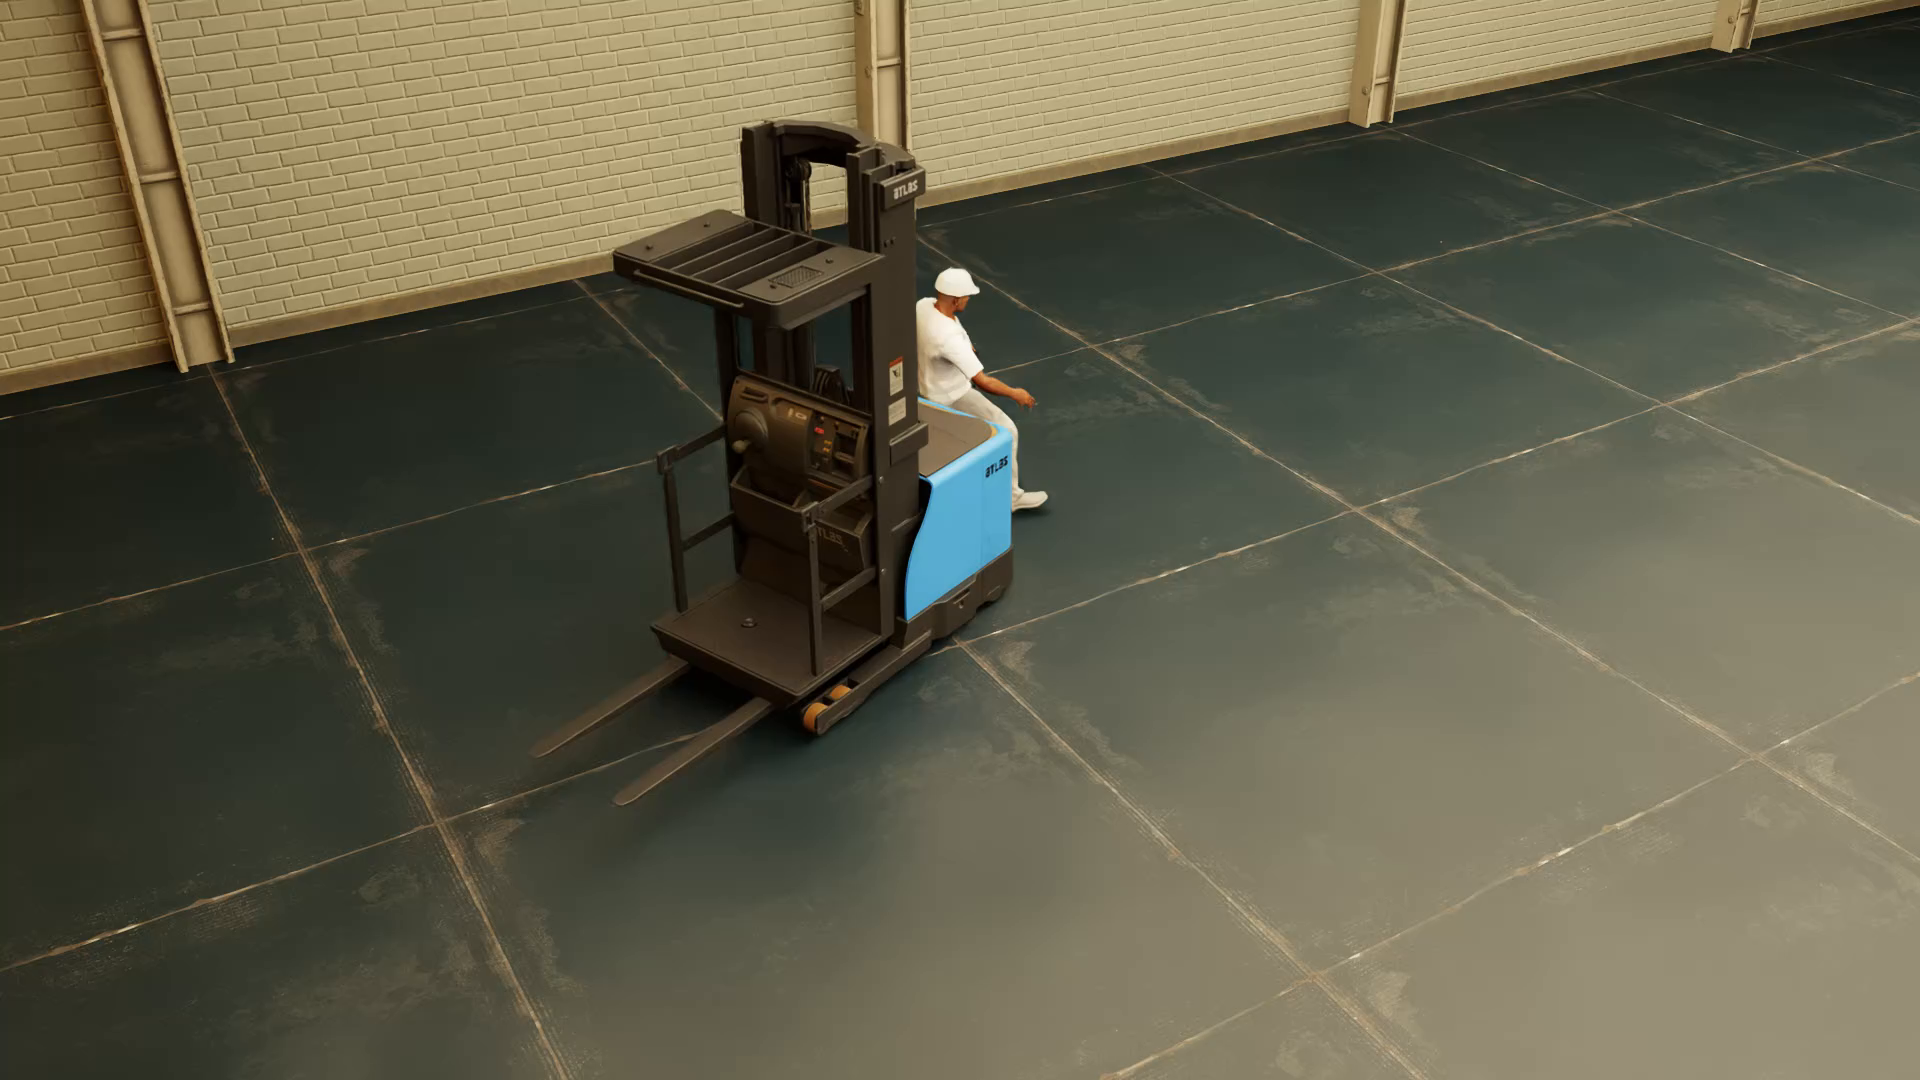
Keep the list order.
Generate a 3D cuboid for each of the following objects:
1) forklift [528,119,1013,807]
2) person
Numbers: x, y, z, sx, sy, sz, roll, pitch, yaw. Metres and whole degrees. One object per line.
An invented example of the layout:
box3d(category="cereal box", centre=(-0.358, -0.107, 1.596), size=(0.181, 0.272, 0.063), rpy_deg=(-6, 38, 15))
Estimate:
box3d(category="forklift", centre=(-0.974, -0.517, 8.511), size=(1.130, 2.935, 3.031), rpy_deg=(21, 37, 31))
box3d(category="person", centre=(0.091, -1.020, 10.605), size=(0.732, 1.580, 0.881), rpy_deg=(-11, 33, -17))
